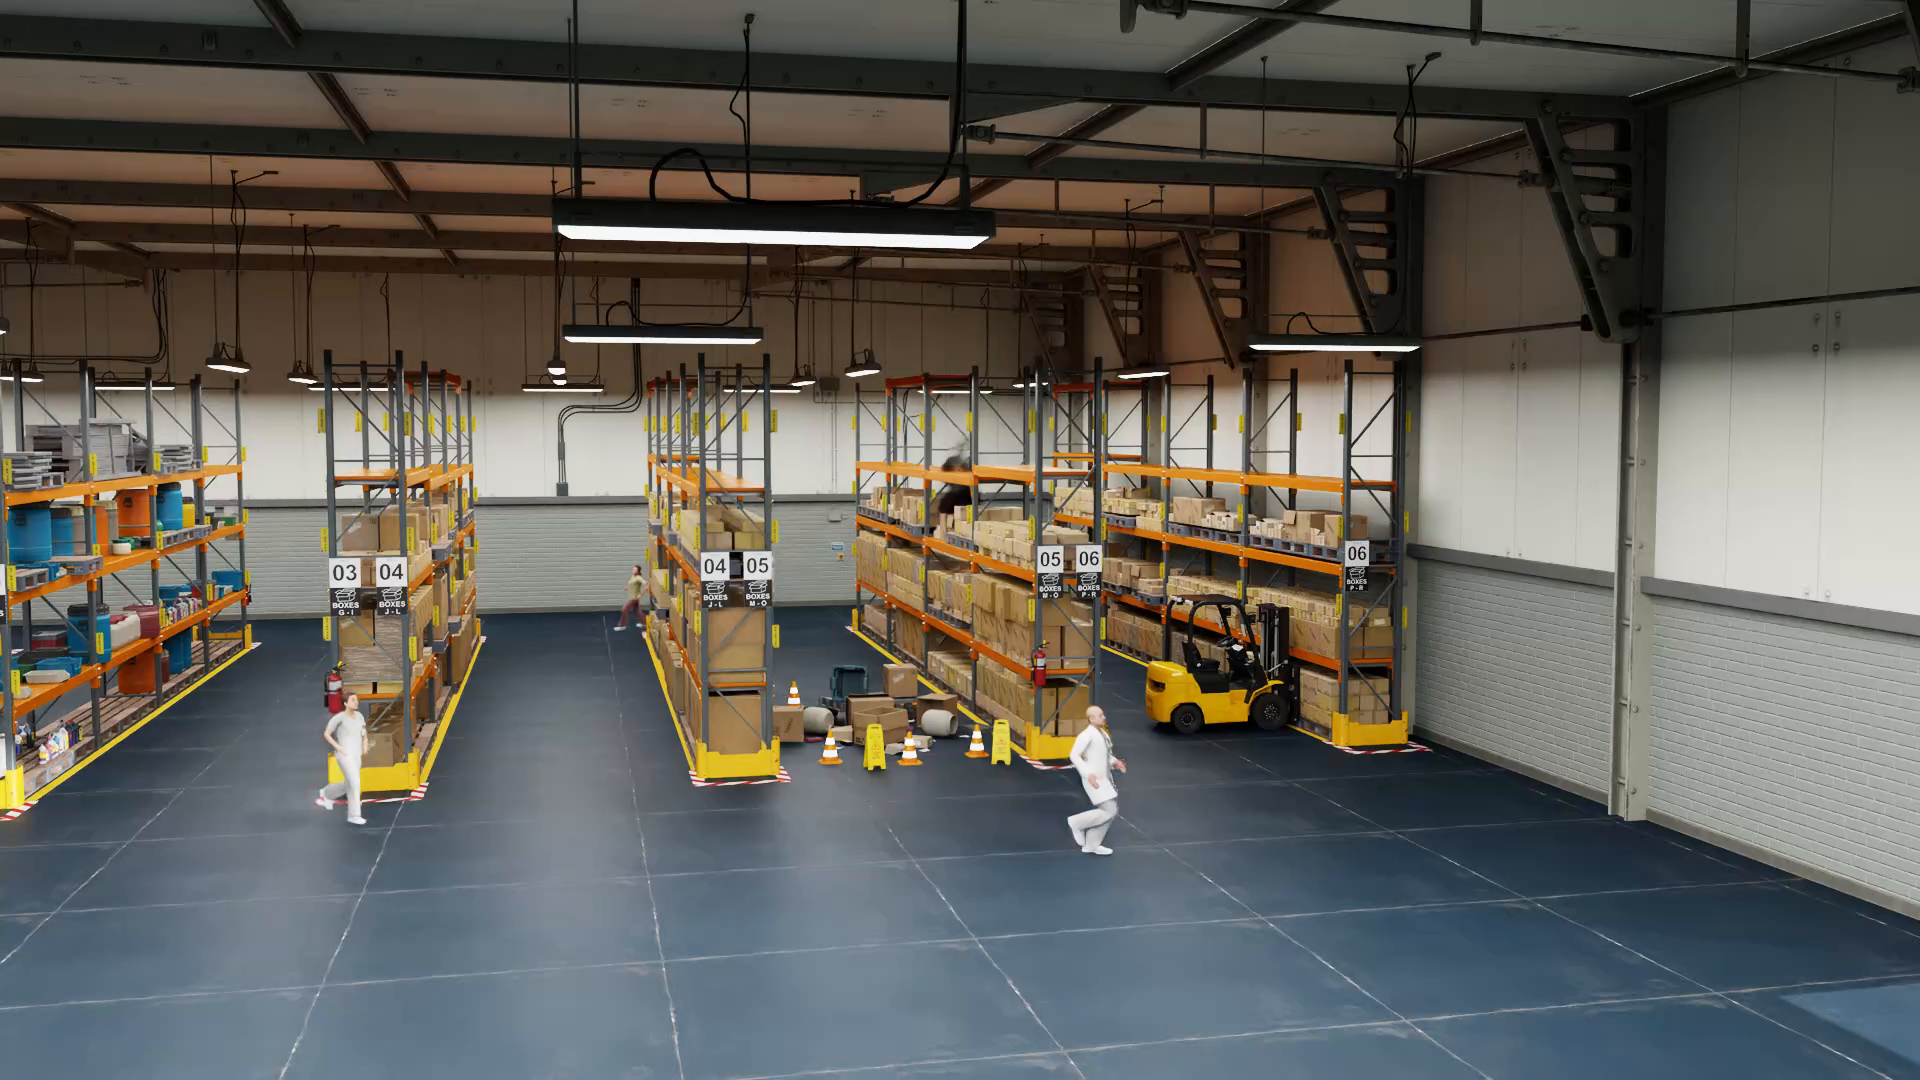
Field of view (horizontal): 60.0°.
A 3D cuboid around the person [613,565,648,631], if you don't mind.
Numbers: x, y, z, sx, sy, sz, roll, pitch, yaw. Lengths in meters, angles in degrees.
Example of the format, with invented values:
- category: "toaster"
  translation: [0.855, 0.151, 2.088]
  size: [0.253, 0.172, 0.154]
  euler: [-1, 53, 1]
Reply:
- category: "person"
  translation: [-7.990, 1.392, 40.347]
  size: [0.859, 1.614, 0.720]
  euler: [-1, 4, -8]

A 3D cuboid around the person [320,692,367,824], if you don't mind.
- category: "person"
  translation: [-7.788, 2.737, 21.077]
  size: [0.800, 1.658, 0.599]
  euler: [2, 4, 26]

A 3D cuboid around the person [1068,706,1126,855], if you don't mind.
- category: "person"
  translation: [1.598, 2.795, 19.321]
  size: [0.635, 1.730, 0.708]
  euler: [2, 4, 25]
